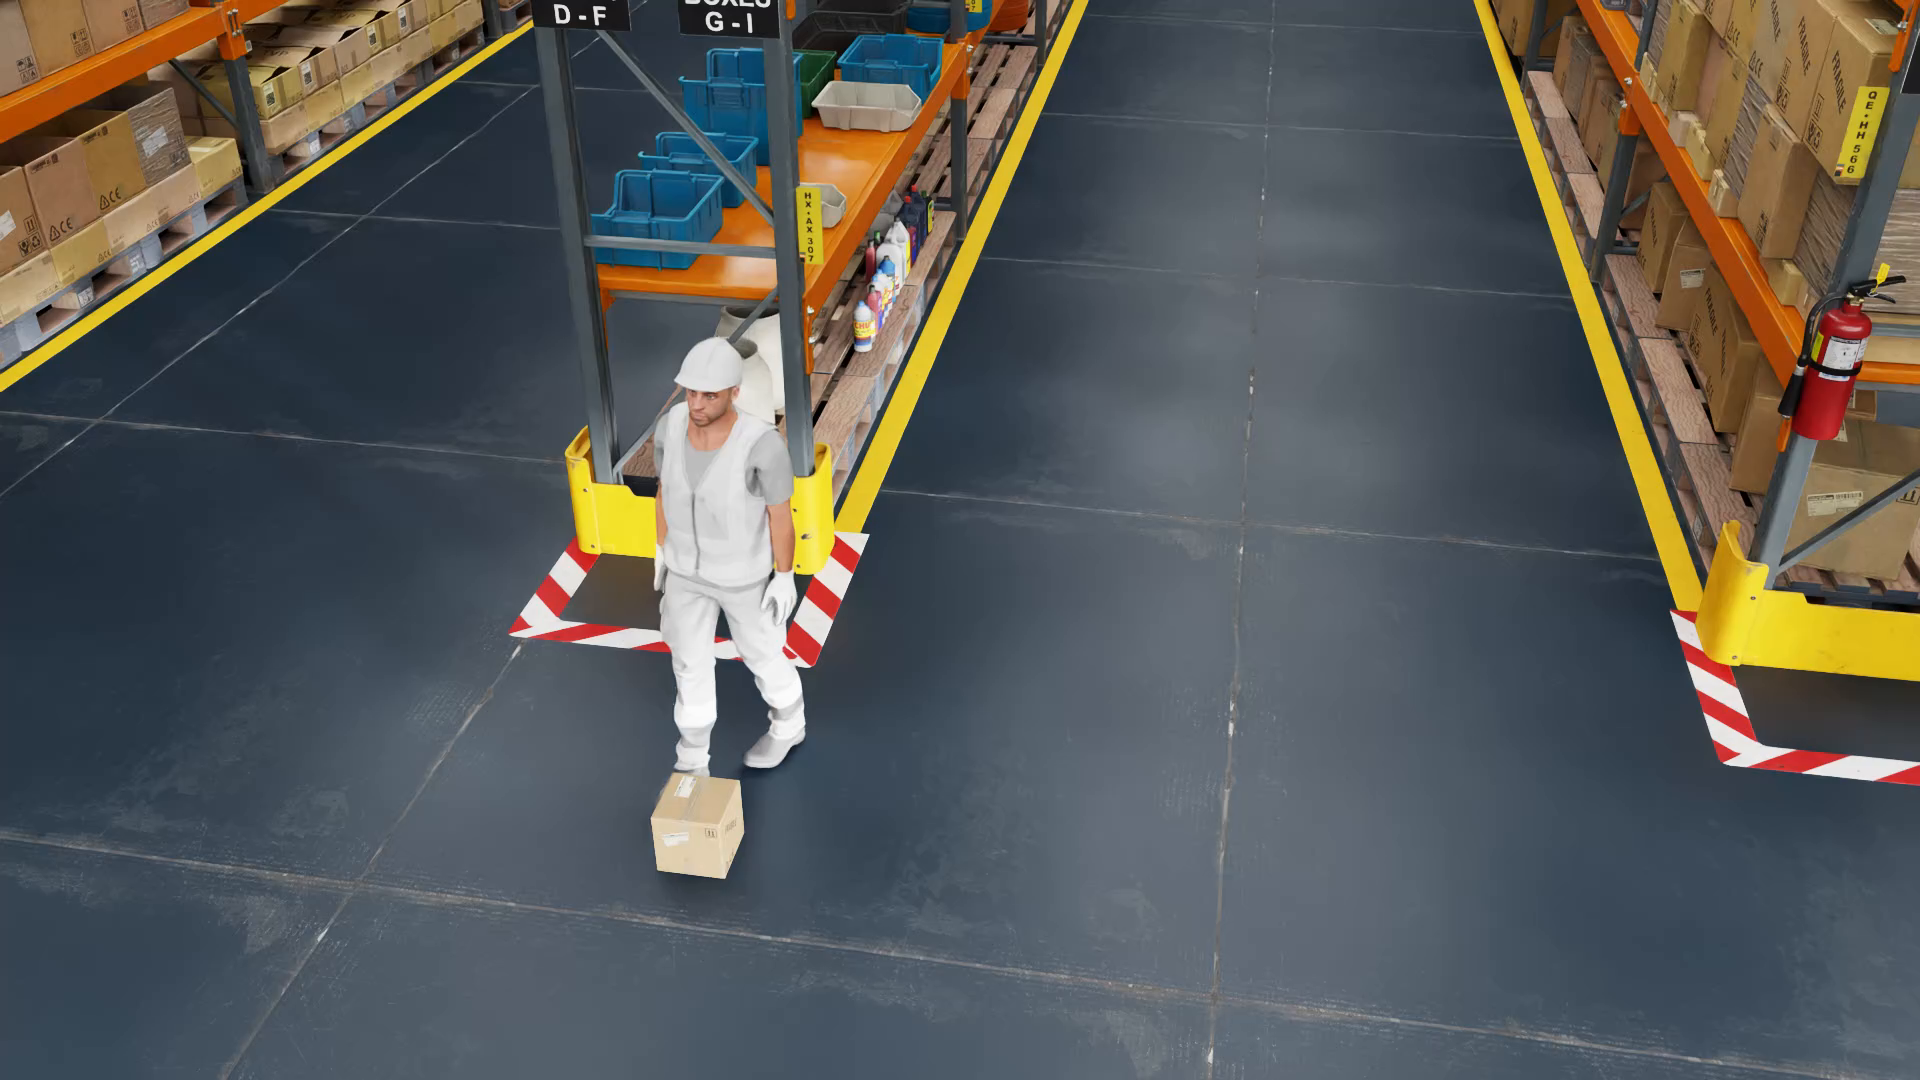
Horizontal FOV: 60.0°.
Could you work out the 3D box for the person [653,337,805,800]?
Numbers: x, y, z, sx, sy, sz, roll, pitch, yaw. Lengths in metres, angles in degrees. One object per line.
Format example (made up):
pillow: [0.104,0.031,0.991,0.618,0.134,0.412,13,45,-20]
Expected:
person: [-0.873,0.138,5.884,0.550,1.792,0.644,12,34,19]
